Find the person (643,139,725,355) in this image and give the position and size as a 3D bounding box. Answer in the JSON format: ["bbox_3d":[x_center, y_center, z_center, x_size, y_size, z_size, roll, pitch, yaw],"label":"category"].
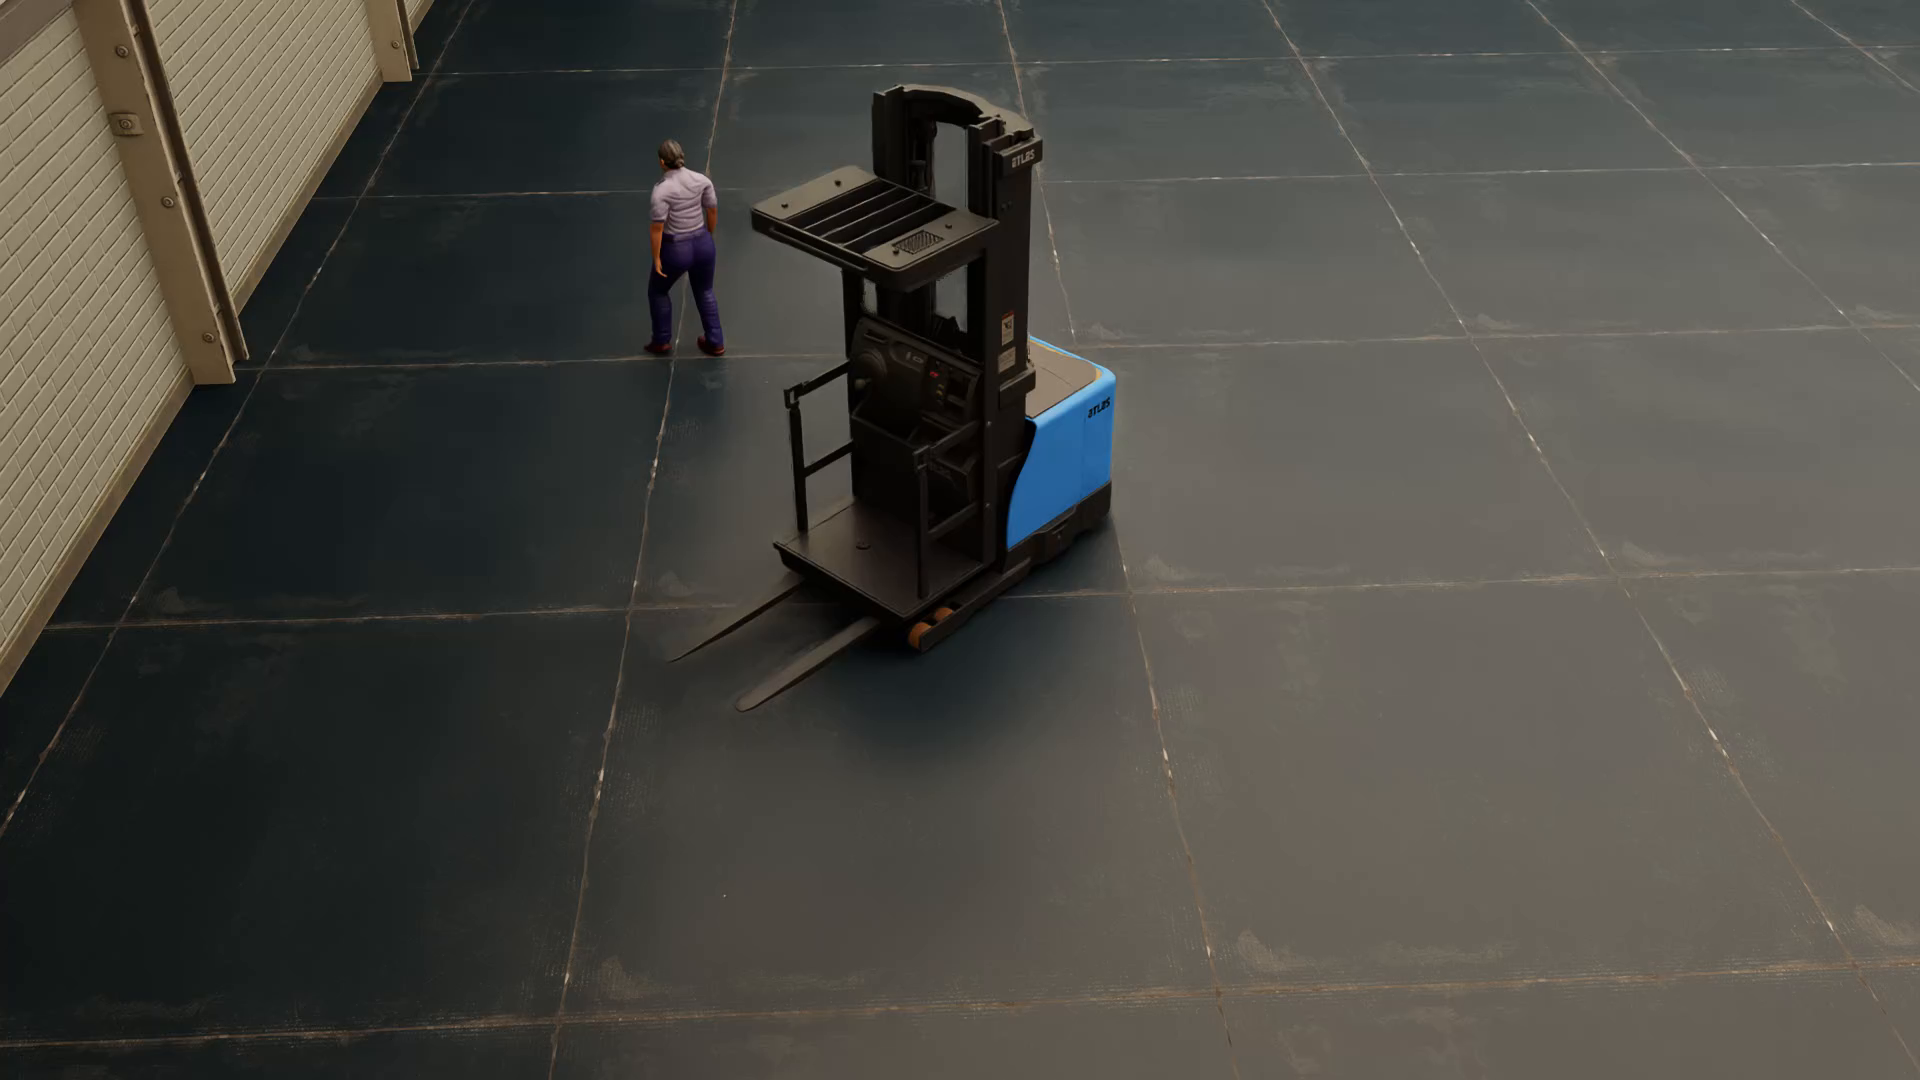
[{"bbox_3d":[-2.029,-2.093,12.033,0.597,1.687,0.528,-24,42,-29],"label":"person"}]

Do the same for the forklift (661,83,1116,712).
[{"bbox_3d":[-0.400,-0.881,9.220,1.130,2.935,3.031,28,44,33],"label":"forklift"}]
